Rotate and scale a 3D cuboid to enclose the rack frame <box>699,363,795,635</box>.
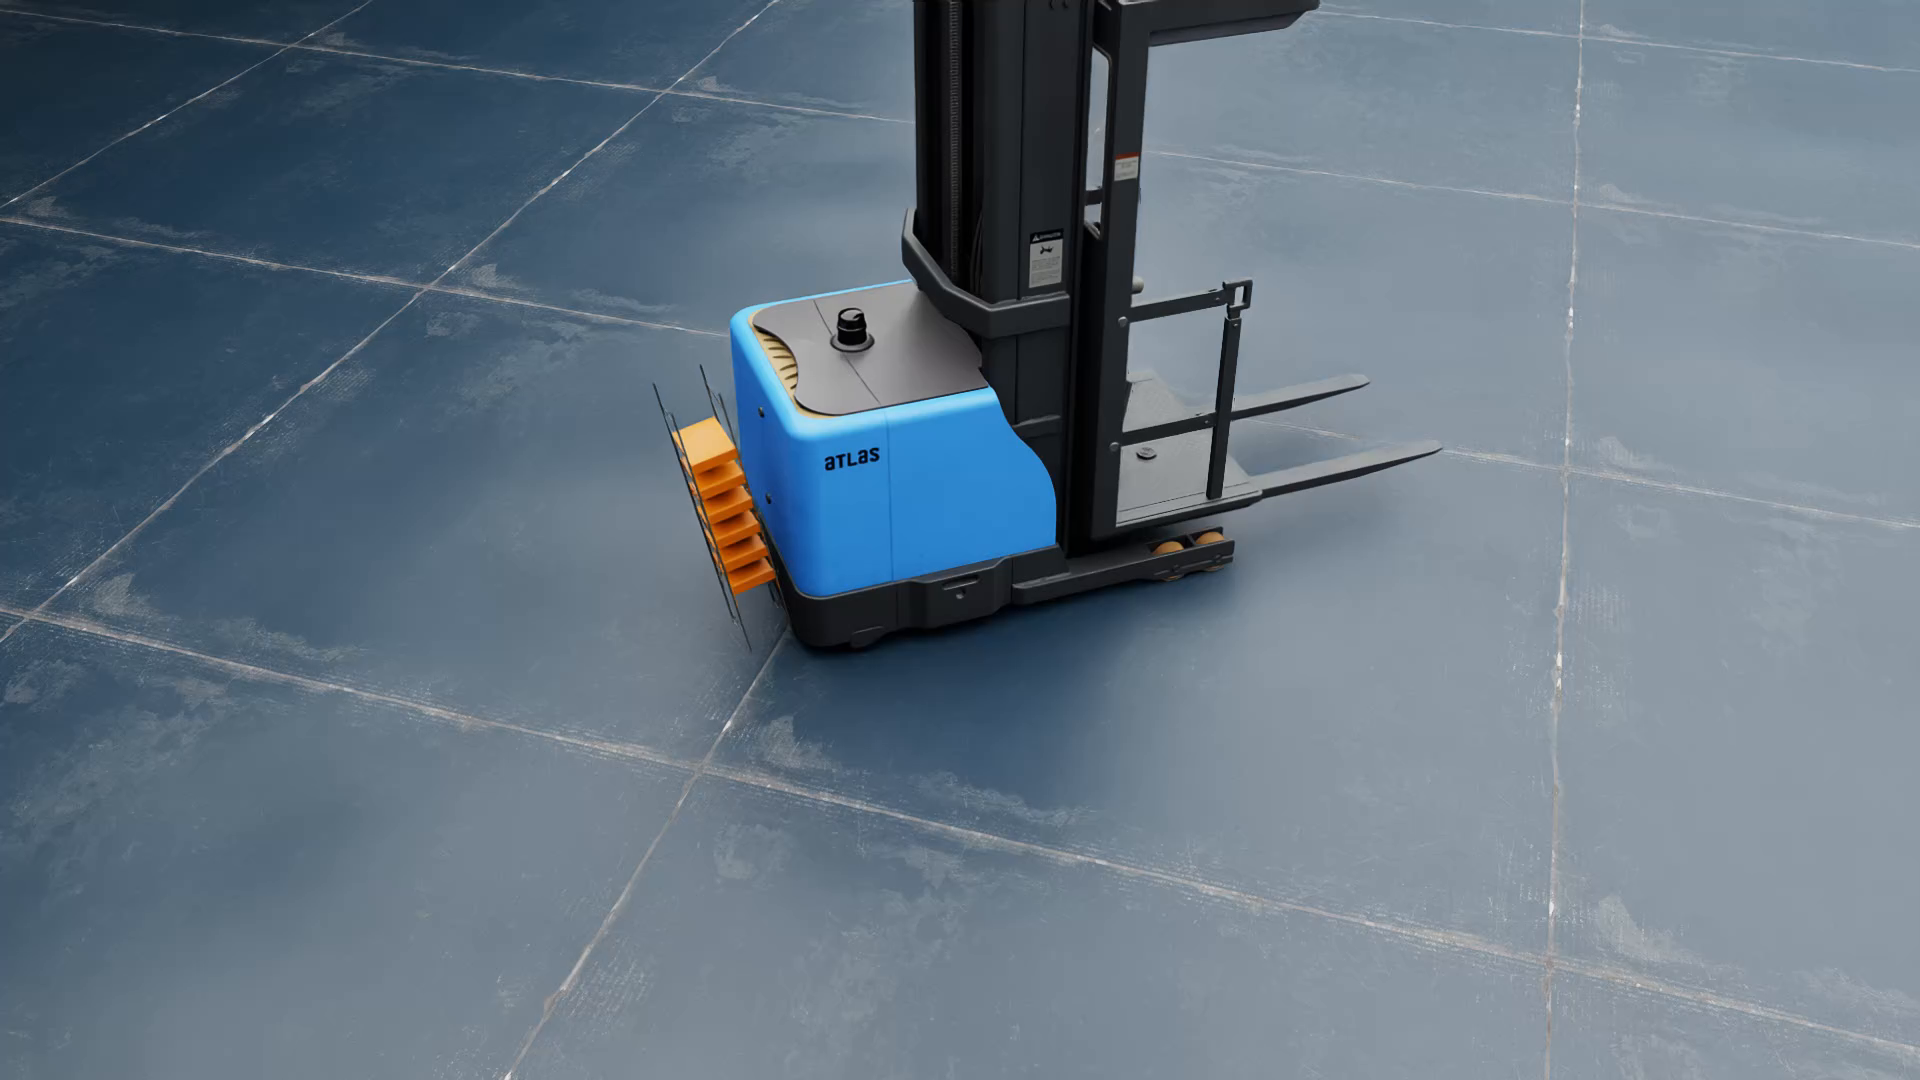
[{"bbox_3d":[-0.809,-0.131,6.377,0.006,1.200,0.240,-23,41,-14],"label":"rack frame"}]

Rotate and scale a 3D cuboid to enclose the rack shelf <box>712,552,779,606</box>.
[{"bbox_3d":[-0.846,0.117,6.538,0.180,0.103,0.258,-23,41,-14],"label":"rack shelf"}]

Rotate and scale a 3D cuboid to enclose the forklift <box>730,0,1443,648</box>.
[{"bbox_3d":[0.630,-1.288,6.527,3.031,2.935,1.130,-12,38,-16],"label":"forklift"}]

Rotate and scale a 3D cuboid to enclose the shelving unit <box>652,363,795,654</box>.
[{"bbox_3d":[-0.890,-0.096,6.355,0.189,1.200,0.258,-23,41,-14],"label":"shelving unit"}]

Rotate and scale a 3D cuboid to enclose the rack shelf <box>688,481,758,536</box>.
[{"bbox_3d":[-0.902,-0.153,6.307,0.180,0.103,0.258,-23,41,-14],"label":"rack shelf"}]

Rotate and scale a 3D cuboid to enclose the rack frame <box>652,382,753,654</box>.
[{"bbox_3d":[-0.972,-0.061,6.333,0.006,1.200,0.240,-23,41,-14],"label":"rack frame"}]

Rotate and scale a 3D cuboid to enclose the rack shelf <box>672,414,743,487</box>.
[{"bbox_3d":[-0.939,-0.333,6.152,0.180,0.103,0.258,-23,41,-14],"label":"rack shelf"}]

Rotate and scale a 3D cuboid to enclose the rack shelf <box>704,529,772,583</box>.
[{"bbox_3d":[-0.865,0.027,6.461,0.180,0.103,0.258,-23,41,-14],"label":"rack shelf"}]

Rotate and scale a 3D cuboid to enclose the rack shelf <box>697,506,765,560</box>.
[{"bbox_3d":[-0.883,-0.063,6.384,0.180,0.103,0.258,-23,41,-14],"label":"rack shelf"}]

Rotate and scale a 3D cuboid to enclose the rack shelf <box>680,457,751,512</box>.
[{"bbox_3d":[-0.920,-0.243,6.229,0.180,0.103,0.258,-23,41,-14],"label":"rack shelf"}]
